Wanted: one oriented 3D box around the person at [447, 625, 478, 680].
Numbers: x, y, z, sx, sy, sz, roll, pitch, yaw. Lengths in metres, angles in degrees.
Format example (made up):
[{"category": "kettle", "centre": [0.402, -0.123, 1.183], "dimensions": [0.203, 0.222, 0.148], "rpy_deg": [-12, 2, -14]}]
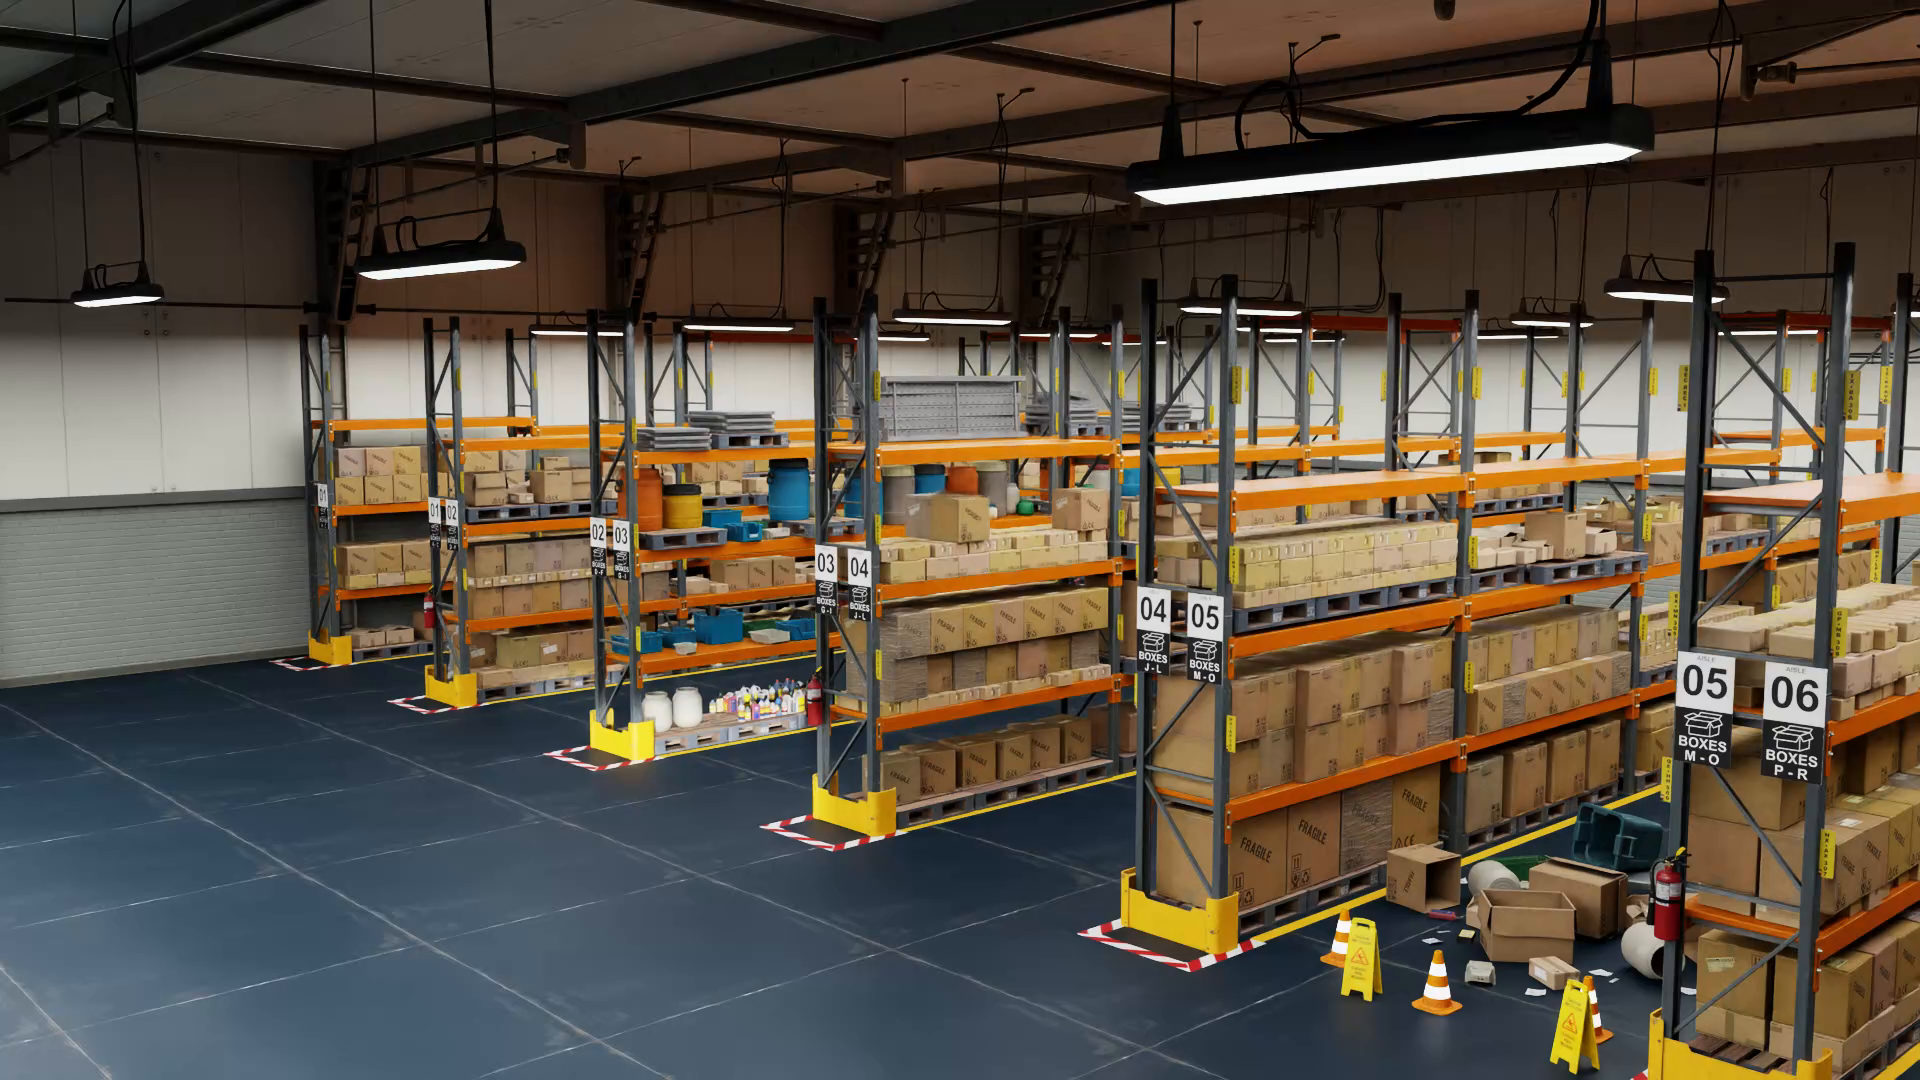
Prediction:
[{"category": "person", "centre": [-8.410, 1.510, 28.154], "dimensions": [0.472, 1.661, 0.762], "rpy_deg": [3, 6, 25]}]
